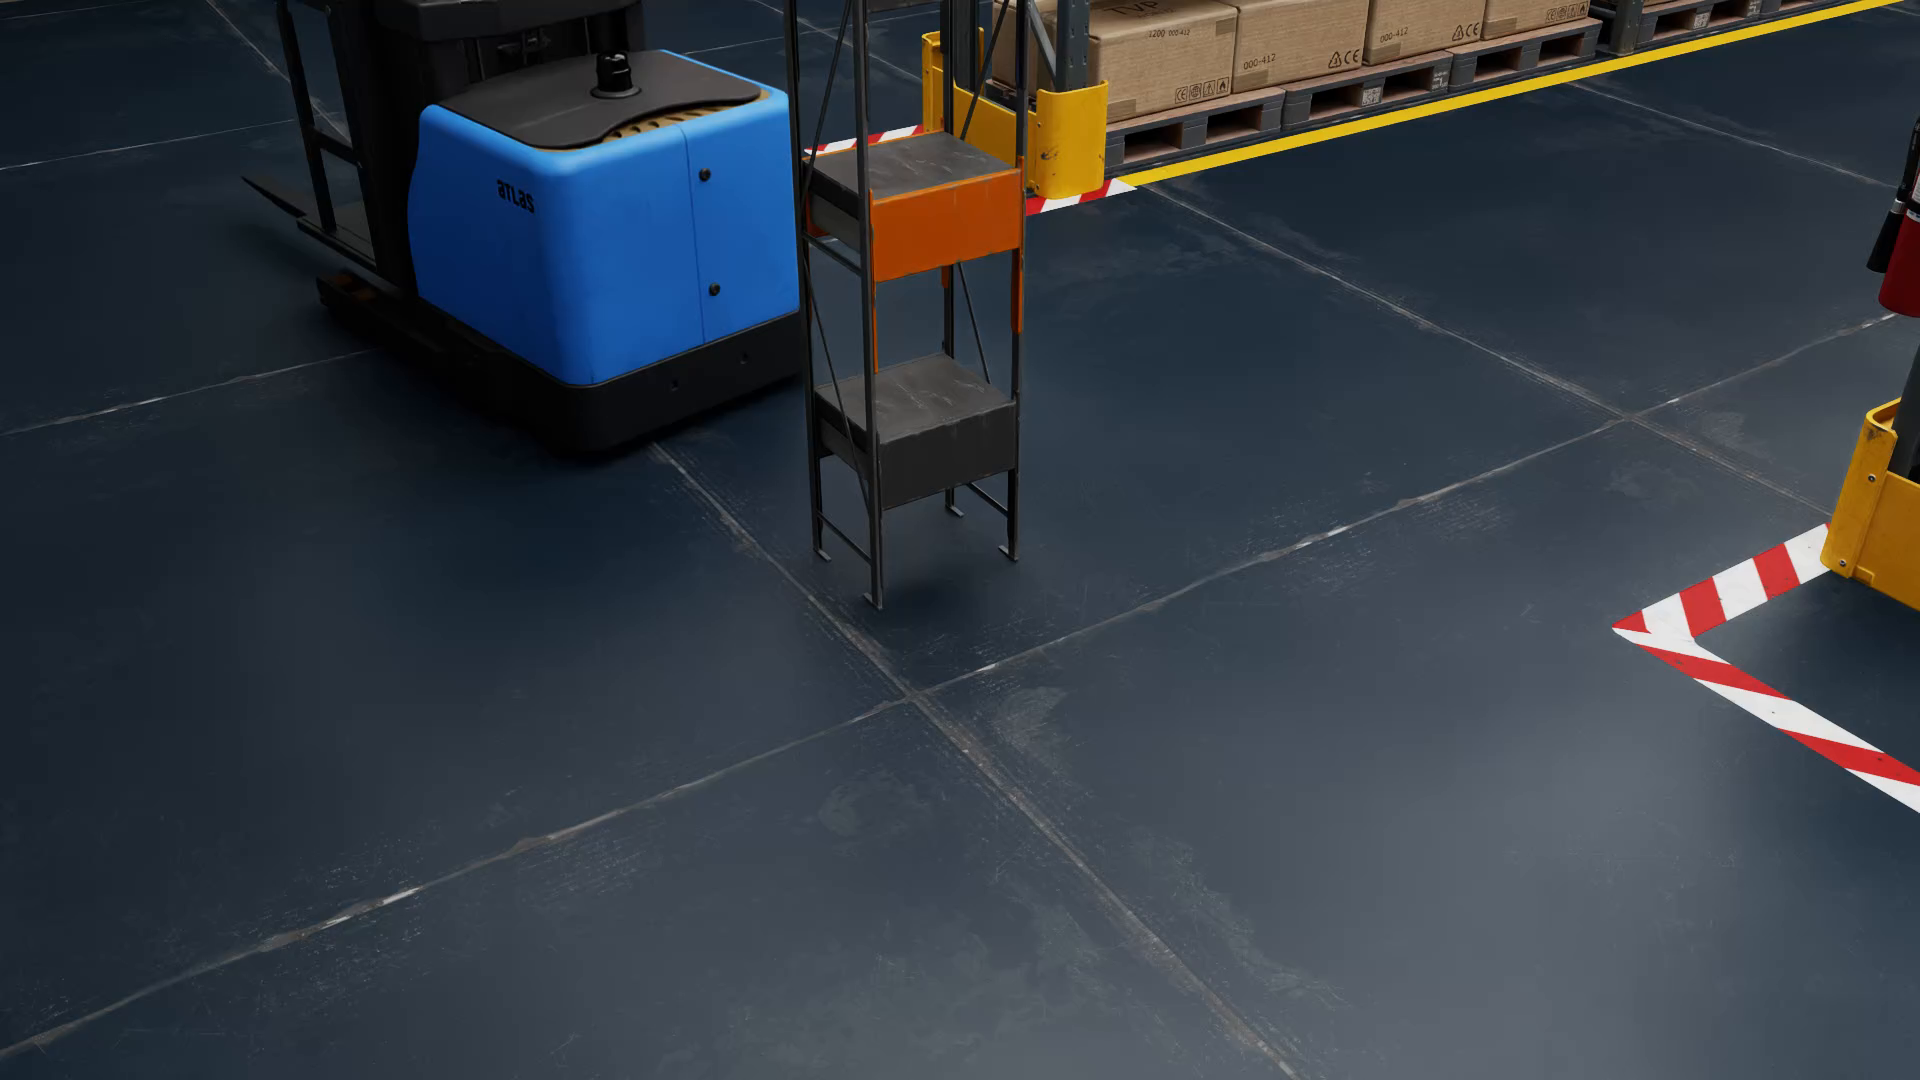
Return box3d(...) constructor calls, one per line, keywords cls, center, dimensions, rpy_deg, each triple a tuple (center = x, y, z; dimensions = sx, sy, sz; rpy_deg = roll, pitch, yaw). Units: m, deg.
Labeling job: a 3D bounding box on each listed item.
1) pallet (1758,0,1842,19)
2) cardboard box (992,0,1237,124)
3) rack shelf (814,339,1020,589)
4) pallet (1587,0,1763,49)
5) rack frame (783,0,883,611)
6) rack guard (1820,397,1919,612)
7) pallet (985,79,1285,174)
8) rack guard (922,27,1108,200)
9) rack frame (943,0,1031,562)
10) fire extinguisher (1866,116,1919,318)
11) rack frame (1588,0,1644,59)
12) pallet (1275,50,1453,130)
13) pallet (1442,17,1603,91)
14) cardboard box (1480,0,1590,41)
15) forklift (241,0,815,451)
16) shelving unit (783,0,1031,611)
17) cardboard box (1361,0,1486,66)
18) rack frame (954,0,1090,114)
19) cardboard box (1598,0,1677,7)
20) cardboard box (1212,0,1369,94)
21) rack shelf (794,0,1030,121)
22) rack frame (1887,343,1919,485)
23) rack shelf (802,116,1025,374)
box3d(cls="pallet", center=(5.263, -3.752, 11.001), dimensions=(1.213, 0.211, 1.003), rpy_deg=(-19, 37, -27))
box3d(cls="cardboard box", center=(0.767, -2.493, 8.399), dimensions=(0.875, 0.438, 0.875), rpy_deg=(-20, 38, -29))
box3d(cls="rack shelf", center=(-0.139, -0.237, 4.995), dimensions=(0.480, 0.518, 0.431), rpy_deg=(-19, 37, -27))
box3d(cls="pallet", center=(4.236, -3.398, 10.438), dimensions=(1.213, 0.211, 1.003), rpy_deg=(-19, 37, -27))
box3d(cls="rack frame", center=(-0.344, -0.770, 4.502), dimensions=(0.015, 2.100, 0.400), rpy_deg=(-19, 37, -27))
box3d(cls="rack guard", center=(3.097, 0.062, 4.683), dimensions=(0.348, 0.500, 1.175), rpy_deg=(-19, 37, -27))
box3d(cls="pallet", center=(0.896, -2.251, 8.620), dimensions=(1.213, 0.211, 1.003), rpy_deg=(-19, 37, -27))
box3d(cls="rack guard", center=(0.246, -2.100, 8.110), dimensions=(0.348, 0.500, 1.175), rpy_deg=(-19, 37, -27))
box3d(cls="rack frame", center=(0.066, -0.911, 4.726), dimensions=(0.015, 2.100, 0.400), rpy_deg=(-19, 37, -27))
box3d(cls="fire extinguisher", center=(2.572, -0.917, 4.314), dimensions=(0.183, 0.674, 0.296), rpy_deg=(-19, 37, -27))
box3d(cls="rack frame", center=(3.629, -4.320, 9.287), dimensions=(0.127, 3.000, 1.000), rpy_deg=(-19, 37, -27))
box3d(cls="pallet", center=(1.921, -2.601, 9.176), dimensions=(1.213, 0.211, 1.003), rpy_deg=(-19, 37, -27))
box3d(cls="pallet", center=(2.947, -2.956, 9.738), dimensions=(1.213, 0.211, 1.003), rpy_deg=(-19, 37, -27))
box3d(cls="cardboard box", center=(3.043, -3.281, 9.647), dimensions=(0.875, 0.438, 0.875), rpy_deg=(-20, 37, -28))
box3d(cls="forklift", center=(-1.922, -2.230, 6.038), dimensions=(1.130, 2.935, 3.031), rpy_deg=(-27, 41, -36))
box3d(cls="shelving unit", center=(-0.139, -0.840, 4.614), dimensions=(0.503, 2.100, 0.431), rpy_deg=(-19, 37, -27))
box3d(cls="cardboard box", center=(2.291, -3.022, 9.236), dimensions=(0.875, 0.438, 0.875), rpy_deg=(-20, 37, -29))
box3d(cls="rack frame", center=(0.267, -3.164, 7.454), dimensions=(0.127, 3.000, 1.000), rpy_deg=(-19, 37, -27))
box3d(cls="cardboard box", center=(4.106, -3.814, 10.083), dimensions=(0.875, 0.875, 0.875), rpy_deg=(-18, 36, -26))
box3d(cls="cardboard box", center=(1.532, -2.762, 8.824), dimensions=(0.875, 0.438, 0.875), rpy_deg=(-18, 36, -26))
box3d(cls="rack shelf", center=(-0.139, -1.421, 4.248), dimensions=(0.480, 0.518, 0.431), rpy_deg=(-19, 37, -27))
box3d(cls="rack frame", center=(3.034, -0.973, 3.981), dimensions=(0.127, 3.000, 1.000), rpy_deg=(-19, 37, -27))
box3d(cls="rack shelf", center=(-0.139, -0.829, 4.621), dimensions=(0.480, 0.518, 0.431), rpy_deg=(-19, 37, -27))
